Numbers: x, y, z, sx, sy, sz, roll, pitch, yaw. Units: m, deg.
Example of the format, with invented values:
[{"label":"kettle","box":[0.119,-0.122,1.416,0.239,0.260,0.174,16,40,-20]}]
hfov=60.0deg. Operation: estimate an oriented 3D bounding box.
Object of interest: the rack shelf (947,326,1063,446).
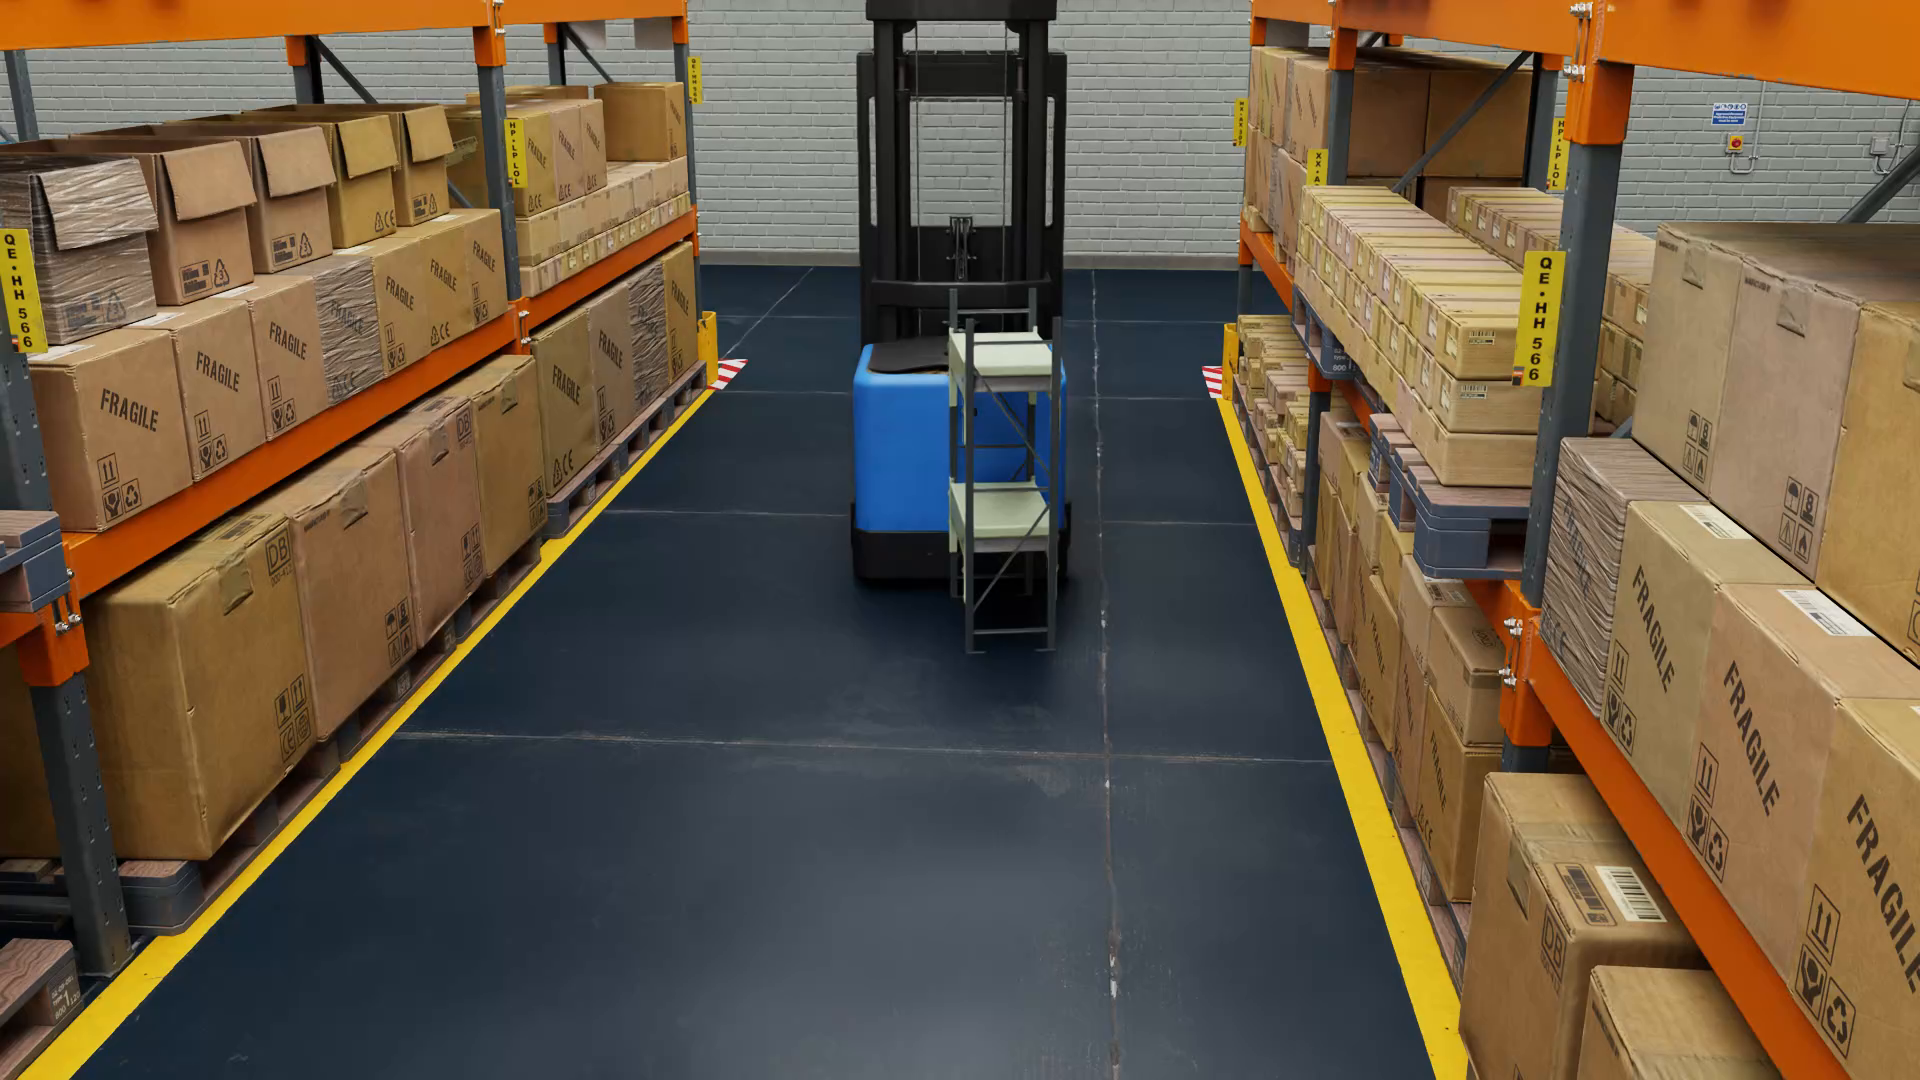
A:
[{"label":"rack shelf","box":[0.187,-0.696,7.384,0.431,0.370,0.720,-2,18,-5]}]

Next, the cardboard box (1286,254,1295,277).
[{"label":"cardboard box","box":[2.026,-1.551,9.244,0.380,0.149,0.250,1,18,2]}]

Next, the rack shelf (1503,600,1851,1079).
[{"label":"rack shelf","box":[1.788,0.957,2.340,1.077,0.370,4.000,1,18,4]}]

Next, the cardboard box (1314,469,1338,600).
[{"label":"cardboard box","box":[1.900,-0.036,7.557,0.500,0.500,0.500,2,18,6]}]

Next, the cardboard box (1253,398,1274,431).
[{"label":"cardboard box","box":[2.044,-0.786,10.407,0.380,0.149,0.250,0,18,1]}]

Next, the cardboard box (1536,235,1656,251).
[{"label":"cardboard box","box":[2.272,-0.994,5.912,0.380,0.149,0.250,1,18,3]}]

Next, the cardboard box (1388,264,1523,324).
[{"label":"cardboard box","box":[1.563,-0.774,5.240,0.380,0.149,0.250,2,18,6]}]

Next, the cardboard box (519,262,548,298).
[{"label":"cardboard box","box":[-2.369,-1.355,8.646,0.380,0.149,0.250,1,18,4]}]

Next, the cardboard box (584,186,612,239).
[{"label":"cardboard box","box":[-2.355,-1.916,9.716,0.500,0.250,0.500,2,18,5]}]

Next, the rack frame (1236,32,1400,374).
[{"label":"rack frame","box":[2.505,-2.491,11.707,1.000,3.000,0.127,1,18,4]}]

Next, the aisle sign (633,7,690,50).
[{"label":"aisle sign","box":[-2.131,-3.884,11.783,0.394,0.787,0.004,1,18,4]}]

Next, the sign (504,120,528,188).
[{"label":"sign","box":[-2.180,-1.894,8.153,0.100,0.325,0.005,1,18,4]}]

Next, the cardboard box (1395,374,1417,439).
[{"label":"cardboard box","box":[1.546,-0.407,5.076,0.380,0.149,0.250,2,18,5]}]

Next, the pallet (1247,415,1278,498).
[{"label":"pallet","box":[2.316,-0.512,10.148,1.003,0.211,1.213,1,18,4]}]

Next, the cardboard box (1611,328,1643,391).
[{"label":"cardboard box","box":[2.199,-0.540,5.006,0.380,0.149,0.250,1,18,2]}]

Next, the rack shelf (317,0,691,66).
[{"label":"rack shelf","box":[-2.579,-3.095,9.890,1.077,0.370,4.000,1,18,4]}]

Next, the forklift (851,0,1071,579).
[{"label":"forklift","box":[0.010,-1.607,9.120,1.130,2.935,3.031,0,18,0]}]

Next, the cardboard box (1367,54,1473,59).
[{"label":"cardboard box","box":[2.621,-2.523,9.563,0.500,0.500,0.500,1,18,2]}]

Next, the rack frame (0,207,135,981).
[{"label":"rack frame","box":[-3.009,-0.148,4.558,1.000,3.000,0.127,1,18,4]}]

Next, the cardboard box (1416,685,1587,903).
[{"label":"cardboard box","box":[1.718,0.772,5.089,0.500,0.500,0.500,1,18,4]}]

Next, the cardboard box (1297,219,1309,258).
[{"label":"cardboard box","box":[1.731,-1.358,7.501,0.380,0.149,0.250,2,18,5]}]

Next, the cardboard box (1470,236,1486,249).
[{"label":"cardboard box","box":[2.348,-1.183,6.967,0.380,0.149,0.250,2,18,6]}]

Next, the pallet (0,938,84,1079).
[{"label":"pallet","box":[-3.066,1.420,4.251,1.003,0.211,1.213,1,18,4]}]

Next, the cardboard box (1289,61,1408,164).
[{"label":"cardboard box","box":[2.014,-2.225,8.652,0.500,0.500,0.500,1,18,2]}]

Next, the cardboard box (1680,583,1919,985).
[{"label":"cardboard box","box":[1.559,0.395,2.741,0.500,0.500,0.500,1,18,4]}]

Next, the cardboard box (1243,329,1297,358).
[{"label":"cardboard box","box":[2.083,-1.299,11.019,0.380,0.149,0.250,1,18,4]}]

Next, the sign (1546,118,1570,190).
[{"label":"sign","box":[2.772,-1.787,7.701,0.100,0.325,0.005,1,18,4]}]

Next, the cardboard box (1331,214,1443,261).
[{"label":"cardboard box","box":[1.658,-1.176,6.468,0.380,0.149,0.250,1,18,3]}]

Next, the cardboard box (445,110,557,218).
[{"label":"cardboard box","box":[-2.433,-1.960,8.646,0.500,0.500,0.500,1,18,4]}]

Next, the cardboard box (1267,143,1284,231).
[{"label":"cardboard box","box":[2.106,-2.069,9.782,0.500,0.500,0.500,1,18,2]}]

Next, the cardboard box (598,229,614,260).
[{"label":"cardboard box","box":[-2.277,-1.758,9.874,0.380,0.149,0.250,1,18,5]}]

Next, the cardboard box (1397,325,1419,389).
[{"label":"cardboard box","box":[1.546,-0.556,5.053,0.380,0.149,0.250,2,18,5]}]

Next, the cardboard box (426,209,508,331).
[{"label":"cardboard box","box":[-2.483,-1.287,7.871,0.500,0.500,0.500,1,18,4]}]

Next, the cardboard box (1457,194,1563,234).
[{"label":"cardboard box","box":[2.365,-1.399,7.148,0.380,0.149,0.250,1,18,2]}]

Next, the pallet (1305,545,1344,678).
[{"label":"pallet","box":[2.164,0.319,7.611,1.003,0.211,1.213,1,18,4]}]

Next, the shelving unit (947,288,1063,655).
[{"label":"shelving unit","box":[0.187,-0.325,7.505,0.431,1.500,0.755,-2,18,-5]}]

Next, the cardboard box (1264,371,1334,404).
[{"label":"cardboard box","box":[2.004,-0.899,9.797,0.380,0.149,0.250,1,18,2]}]

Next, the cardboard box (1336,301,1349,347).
[{"label":"cardboard box","box":[1.643,-0.811,6.309,0.380,0.149,0.250,1,18,3]}]

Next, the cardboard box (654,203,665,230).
[{"label":"cardboard box","box":[-2.187,-2.159,11.097,0.380,0.149,0.250,2,18,5]}]

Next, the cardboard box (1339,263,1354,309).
[{"label":"cardboard box","box":[1.642,-0.950,6.257,0.380,0.149,0.250,1,18,3]}]

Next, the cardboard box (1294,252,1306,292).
[{"label":"cardboard box","box":[1.731,-1.216,7.547,0.380,0.149,0.250,0,18,1]}]

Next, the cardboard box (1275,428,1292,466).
[{"label":"cardboard box","box":[1.932,-0.507,9.080,0.380,0.149,0.250,1,18,2]}]

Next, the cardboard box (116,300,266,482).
[{"label":"cardboard box","box":[-2.668,-0.501,5.473,0.500,0.500,0.500,1,18,2]}]

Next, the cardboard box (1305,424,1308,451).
[{"label":"cardboard box","box":[1.984,-0.492,8.556,0.380,0.149,0.250,2,18,5]}]

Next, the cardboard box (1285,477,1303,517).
[{"label":"cardboard box","box":[1.906,-0.222,8.689,0.380,0.149,0.250,2,18,5]}]

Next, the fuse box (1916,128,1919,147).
[{"label":"fuse box","box":[9.915,-3.459,16.731,0.539,1.711,0.414,1,18,4]}]

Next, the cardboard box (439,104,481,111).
[{"label":"cardboard box","box":[-2.916,-2.121,9.138,0.500,0.500,0.500,1,18,4]}]

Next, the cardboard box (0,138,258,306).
[{"label":"cardboard box","box":[-2.891,-1.101,5.695,0.797,0.503,0.637,2,18,5]}]

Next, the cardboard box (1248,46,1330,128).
[{"label":"cardboard box","box":[2.208,-3.021,11.082,0.500,0.500,0.500,1,18,4]}]

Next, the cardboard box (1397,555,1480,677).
[{"label":"cardboard box","box":[1.744,0.251,5.476,0.500,0.250,0.500,2,18,5]}]

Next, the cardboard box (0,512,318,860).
[{"label":"cardboard box","box":[-2.939,0.448,5.476,1.225,0.875,0.875,0,18,1]}]
